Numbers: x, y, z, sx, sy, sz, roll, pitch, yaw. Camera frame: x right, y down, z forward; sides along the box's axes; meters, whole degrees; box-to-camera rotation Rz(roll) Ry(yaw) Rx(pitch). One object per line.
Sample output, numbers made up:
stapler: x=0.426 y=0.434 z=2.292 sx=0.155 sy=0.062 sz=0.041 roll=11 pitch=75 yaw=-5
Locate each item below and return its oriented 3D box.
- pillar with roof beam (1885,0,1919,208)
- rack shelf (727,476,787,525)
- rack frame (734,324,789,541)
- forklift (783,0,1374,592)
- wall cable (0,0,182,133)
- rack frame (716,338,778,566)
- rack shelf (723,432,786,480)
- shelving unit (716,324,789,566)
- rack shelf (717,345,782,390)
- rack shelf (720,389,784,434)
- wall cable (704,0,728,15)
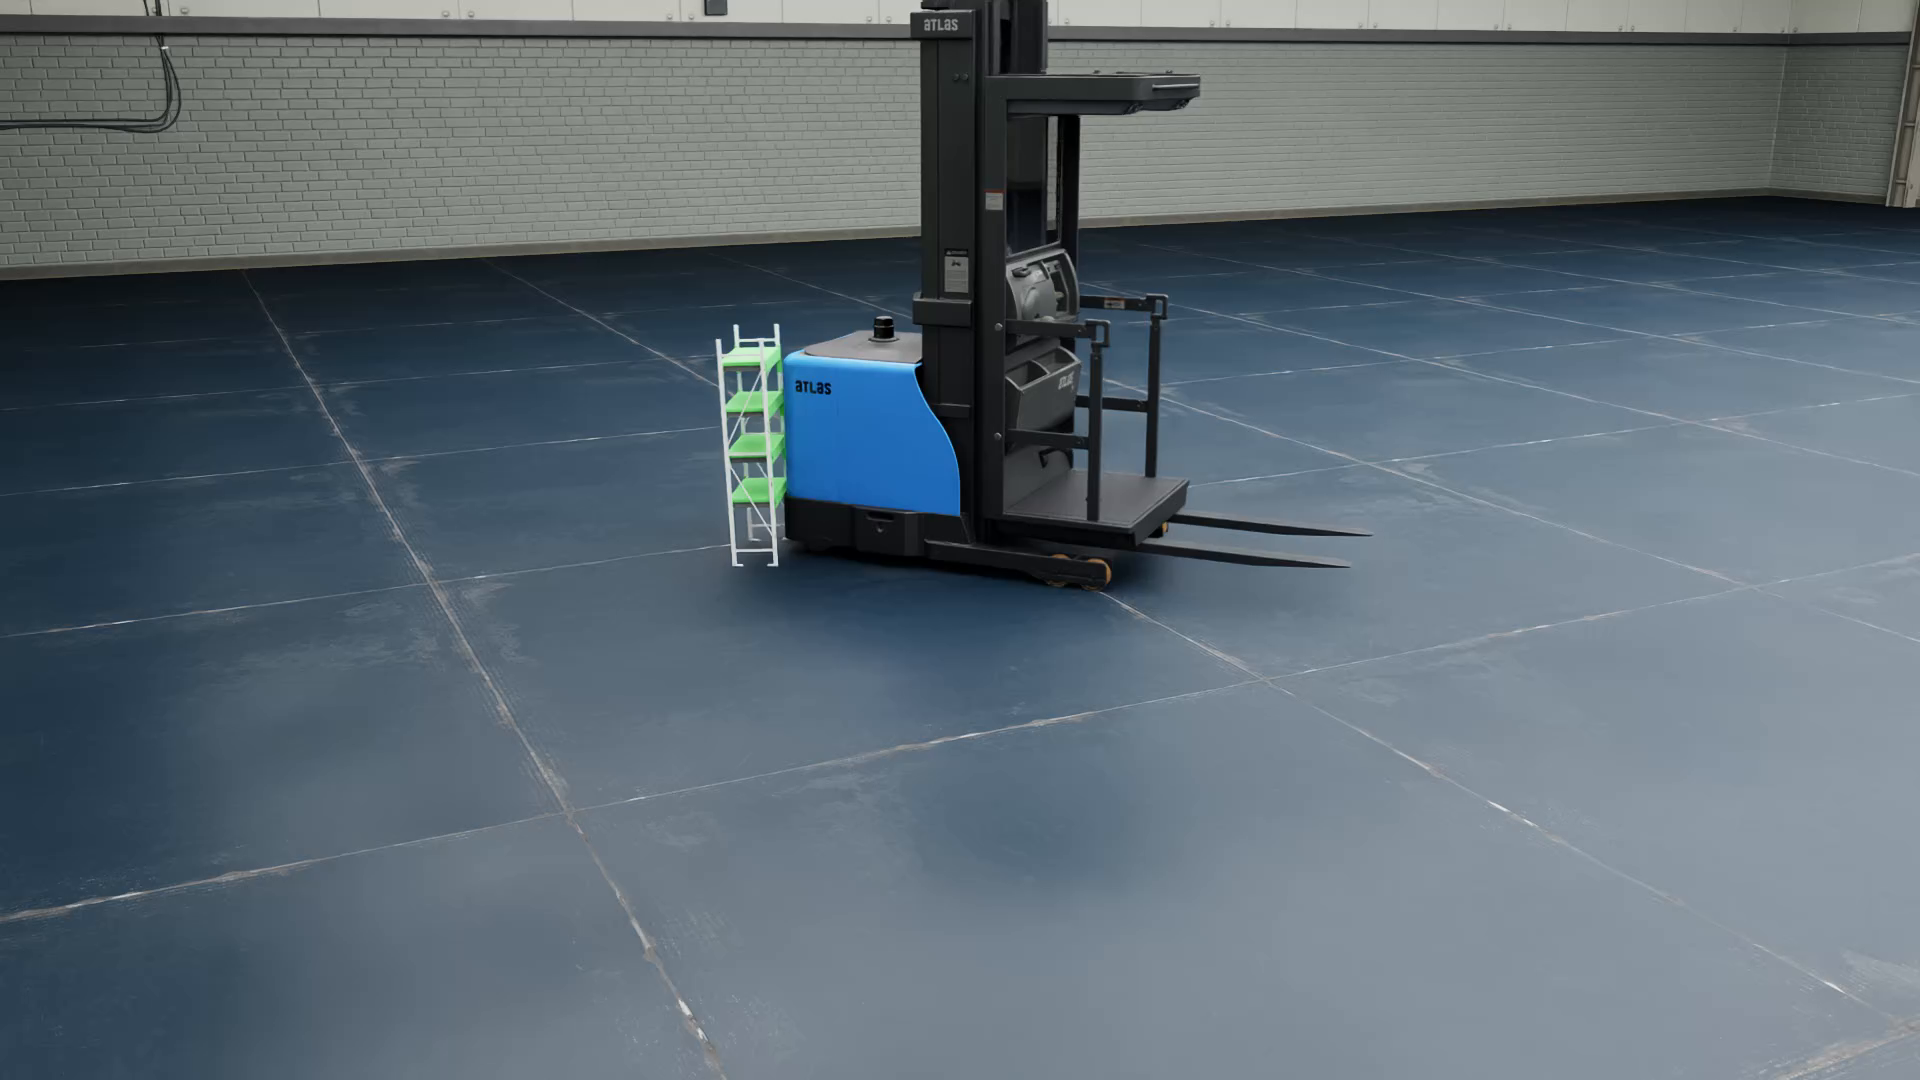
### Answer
pillar with roof beam: x=13.506 y=-9.966 z=27.666 sx=9.100 sy=9.000 sz=0.400 roll=-8 pitch=18 yaw=-25
rack shelf: x=-1.076 y=-0.218 z=8.919 sx=0.258 sy=0.148 sz=0.480 roll=-1 pitch=16 yaw=3
rack frame: x=-1.072 y=-0.577 z=9.070 sx=0.240 sy=1.200 sz=0.015 roll=-1 pitch=16 yaw=3
forklift: x=0.614 y=-1.314 z=8.517 sx=3.031 sy=2.935 sz=1.130 roll=7 pitch=17 yaw=22
wall cable: x=-11.043 y=-6.078 z=19.745 sx=3.097 sy=2.526 sz=0.112 roll=-8 pitch=18 yaw=-25
rack frame: x=-1.099 y=-0.443 z=8.602 sx=0.240 sy=1.200 sz=0.015 roll=-1 pitch=16 yaw=3
rack shelf: x=-1.083 y=-0.448 z=8.853 sx=0.258 sy=0.148 sz=0.480 roll=-1 pitch=16 yaw=3
shelving unit: x=-1.086 y=-0.510 z=8.836 sx=0.258 sy=1.200 sz=0.503 roll=-1 pitch=16 yaw=3
rack shelf: x=-1.099 y=-0.910 z=8.722 sx=0.258 sy=0.148 sz=0.480 roll=-1 pitch=16 yaw=3
rack shelf: x=-1.091 y=-0.679 z=8.788 sx=0.258 sy=0.148 sz=0.480 roll=-1 pitch=16 yaw=3
wall cable: x=-2.502 y=-10.348 z=22.832 sx=2.305 sy=6.003 sz=0.169 roll=-8 pitch=18 yaw=-25
